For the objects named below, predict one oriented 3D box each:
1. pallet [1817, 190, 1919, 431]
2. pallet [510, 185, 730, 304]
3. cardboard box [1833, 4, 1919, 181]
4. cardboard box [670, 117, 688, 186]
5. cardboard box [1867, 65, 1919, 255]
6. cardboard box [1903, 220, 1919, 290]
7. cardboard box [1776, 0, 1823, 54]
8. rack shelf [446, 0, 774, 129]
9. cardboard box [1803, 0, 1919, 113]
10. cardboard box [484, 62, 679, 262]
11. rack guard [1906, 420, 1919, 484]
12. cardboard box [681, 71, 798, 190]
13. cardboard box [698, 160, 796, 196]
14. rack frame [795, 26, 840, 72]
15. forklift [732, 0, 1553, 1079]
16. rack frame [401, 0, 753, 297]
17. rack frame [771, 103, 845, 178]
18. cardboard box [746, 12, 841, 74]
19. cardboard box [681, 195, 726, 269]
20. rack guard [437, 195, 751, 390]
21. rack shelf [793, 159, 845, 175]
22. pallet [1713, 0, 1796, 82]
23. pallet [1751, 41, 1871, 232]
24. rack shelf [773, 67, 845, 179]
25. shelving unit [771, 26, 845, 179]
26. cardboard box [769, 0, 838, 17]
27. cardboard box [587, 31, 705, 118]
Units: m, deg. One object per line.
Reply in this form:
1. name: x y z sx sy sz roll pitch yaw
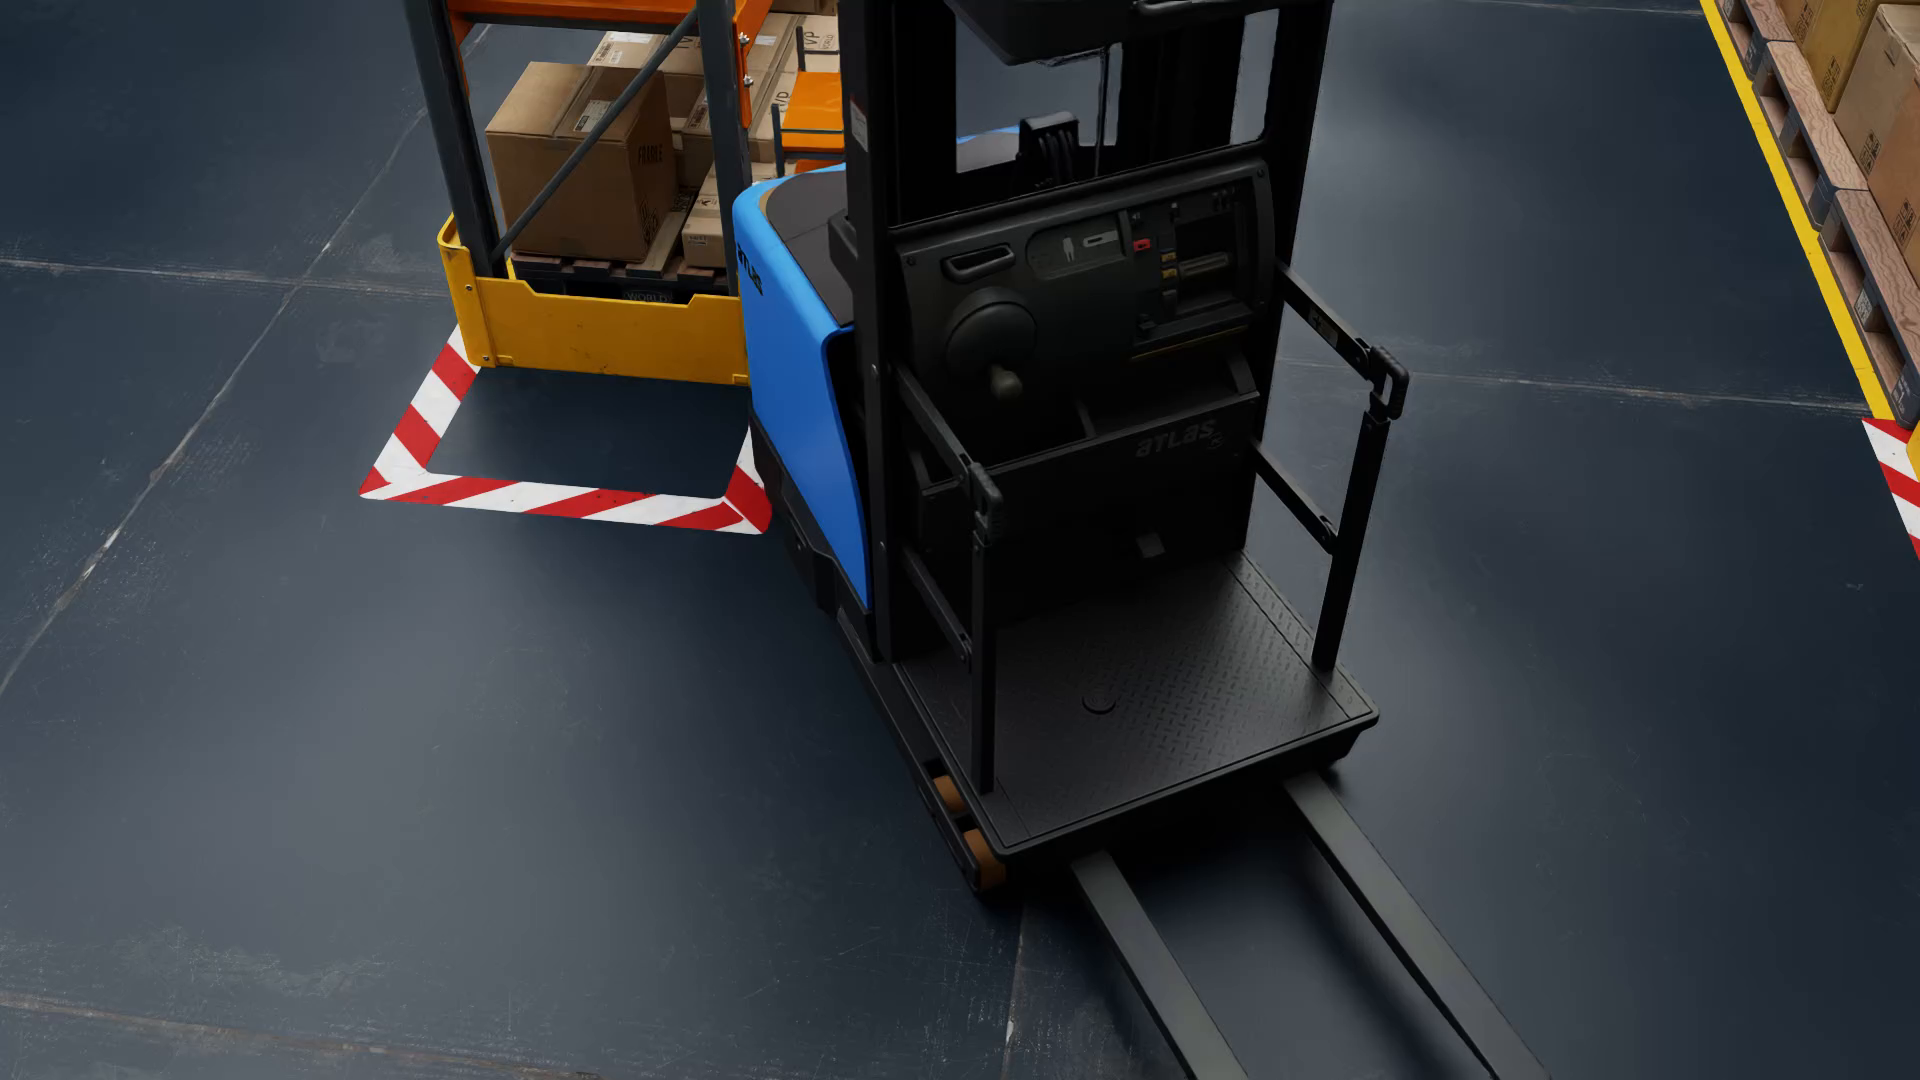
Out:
1. pallet: 3.762 -0.815 5.957 1.003 0.211 1.213 5 44 6
2. pallet: -1.062 -1.306 6.476 1.003 0.211 1.213 5 44 6
3. cardboard box: 3.860 -1.690 6.366 0.700 0.500 0.500 4 44 4
4. cardboard box: -1.206 -1.515 6.409 0.380 0.166 0.250 5 44 6
5. cardboard box: 3.794 -1.347 6.004 0.700 0.500 0.500 5 44 5
6. cardboard box: 3.728 -1.006 5.644 0.700 0.500 0.500 5 44 6
7. cardboard box: 3.993 -2.404 7.120 0.700 0.500 0.500 5 44 5
8. rack shelf: -0.912 -2.825 6.575 1.077 0.370 4.000 5 44 6
9. cardboard box: 3.923 -2.054 6.751 0.700 0.500 0.500 6 44 6
10. cardboard box: -1.349 -1.368 6.011 0.500 0.500 0.500 5 44 6
11. rack guard: 3.731 -0.351 5.258 1.175 0.500 0.348 5 44 6
12. cardboard box: -0.757 -1.570 6.406 0.500 0.250 0.500 5 44 6
13. cardboard box: -0.747 -1.279 6.160 0.380 0.166 0.250 5 44 6
14. rack frame: -0.390 -1.162 5.603 0.240 1.200 0.015 3 43 3
15. forklift: 0.396 -0.504 3.651 1.130 2.935 3.031 -17 46 -17
16. rack frame: -1.176 -1.723 4.888 1.000 3.000 0.127 5 44 6
17. rack frame: -0.426 -0.827 5.249 0.240 1.200 0.015 3 43 3
18. cardboard box: -0.691 -1.911 6.766 0.500 0.250 0.500 5 44 6
19. cardboard box: -0.780 -1.102 5.986 0.380 0.149 0.250 5 44 6
20. rack guard: -1.166 -0.867 5.802 1.175 0.500 0.348 5 44 6
21. rack shelf: -0.409 -1.108 5.319 0.258 0.148 0.480 3 43 3
22. pallet: 4.085 -2.478 7.713 1.003 0.211 1.213 5 44 6
23. pallet: 3.926 -1.644 6.833 1.003 0.211 1.213 5 44 6
24. rack shelf: -0.411 -1.280 5.156 0.258 0.148 0.480 3 43 3
25. shelving unit: -0.408 -0.995 5.426 0.258 1.200 0.503 3 43 3
26. cardboard box: -0.891 -2.422 7.122 0.797 0.503 0.637 5 44 6
27. cardboard box: -1.193 -1.922 6.778 0.500 0.250 0.500 5 44 6
